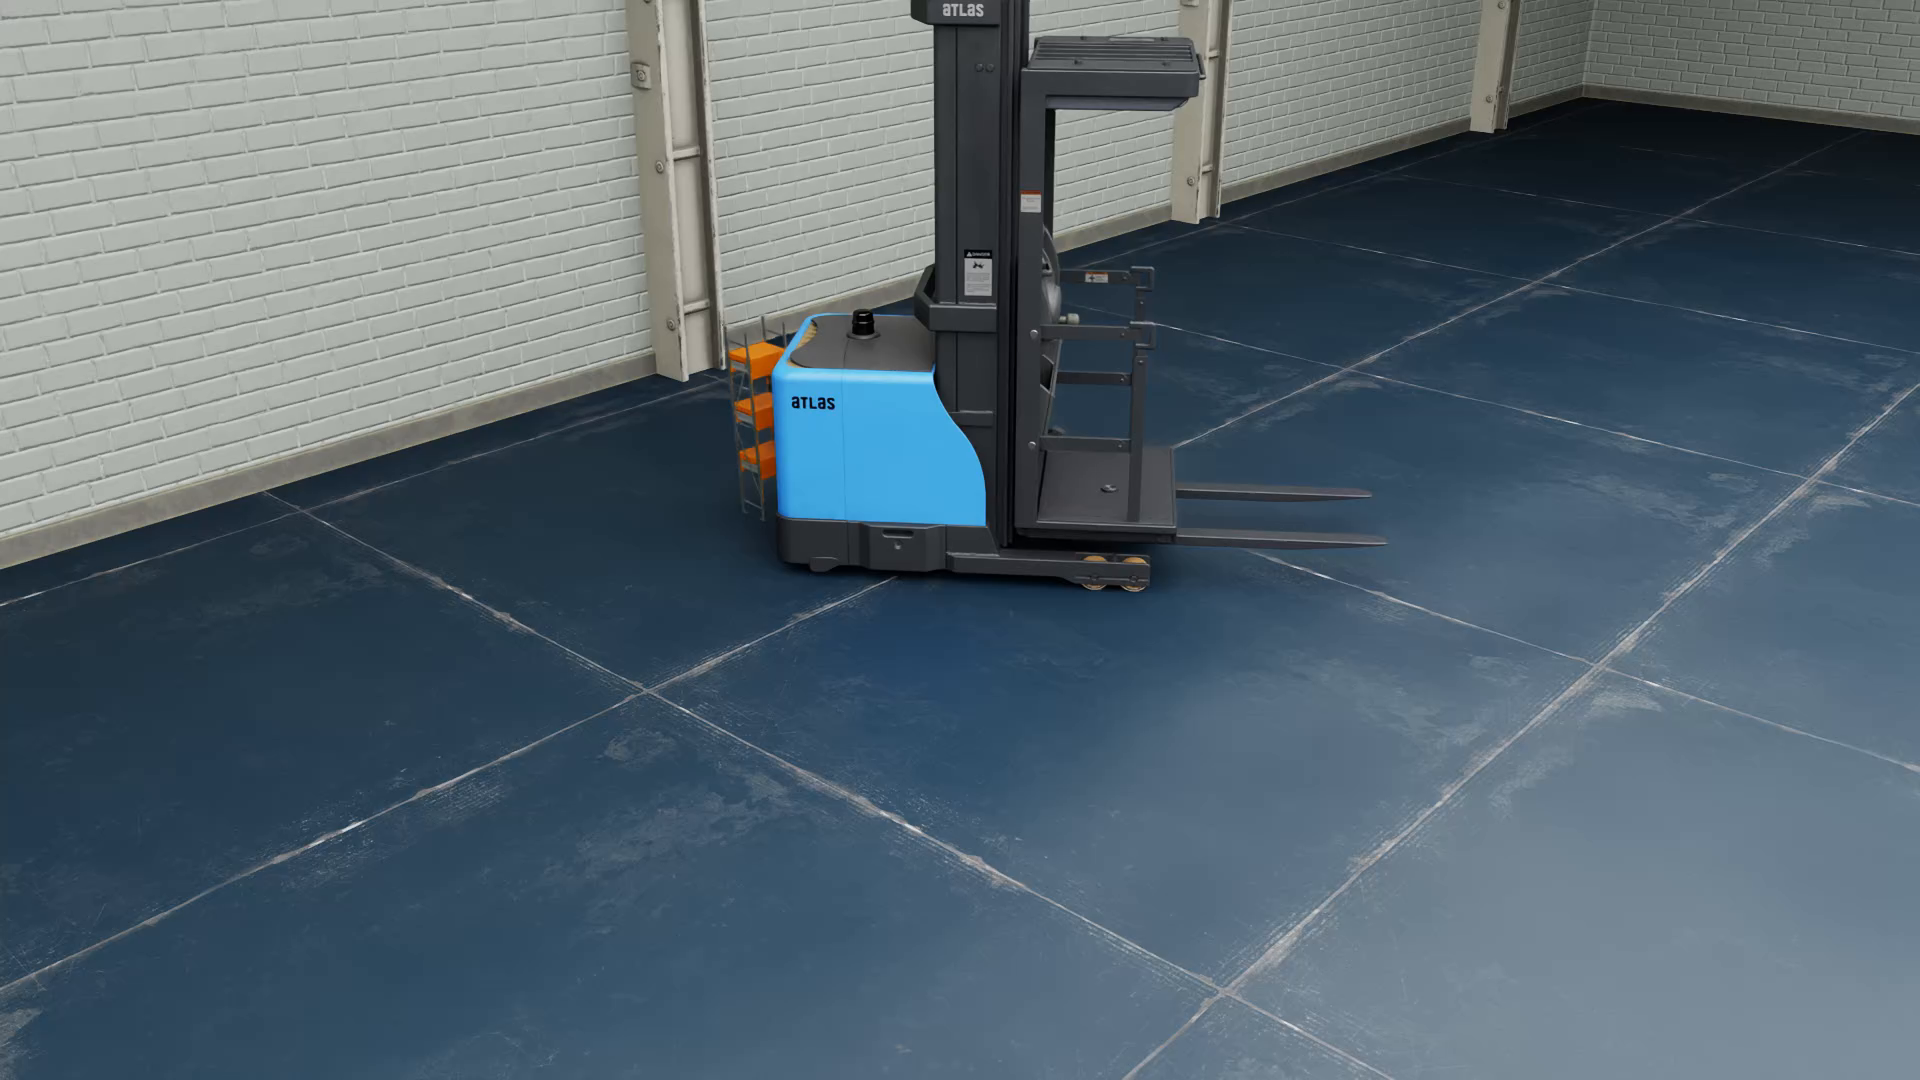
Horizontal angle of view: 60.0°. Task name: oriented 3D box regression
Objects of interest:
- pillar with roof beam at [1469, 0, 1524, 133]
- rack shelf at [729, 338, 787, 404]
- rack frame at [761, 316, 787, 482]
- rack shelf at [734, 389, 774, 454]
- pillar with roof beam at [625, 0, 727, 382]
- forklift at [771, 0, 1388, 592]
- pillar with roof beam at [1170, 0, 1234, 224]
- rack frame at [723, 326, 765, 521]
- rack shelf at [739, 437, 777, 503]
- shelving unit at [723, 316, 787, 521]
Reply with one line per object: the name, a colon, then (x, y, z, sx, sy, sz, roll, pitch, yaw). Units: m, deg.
pillar with roof beam: (9.381, -7.745, 15.025, 9.100, 9.000, 0.400, 20, 31, 38)
rack shelf: (-1.063, -0.894, 8.776, 0.240, 0.259, 0.215, -23, 31, -38)
rack frame: (-0.963, -0.682, 8.962, 0.008, 1.050, 0.200, -23, 31, -38)
rack shelf: (-1.051, -0.635, 8.892, 0.240, 0.259, 0.215, -23, 31, -38)
pillar with roof beam: (1.372, -4.089, 6.871, 9.100, 9.000, 0.400, 20, 31, 38)
forklift: (0.626, -1.312, 8.094, 3.031, 2.935, 1.130, 2, 24, 5)
pillar with roof beam: (5.377, -5.917, 10.948, 9.100, 9.000, 0.400, 20, 31, 38)
rack frame: (-1.141, -0.607, 8.813, 0.008, 1.050, 0.200, -23, 31, -38)
rack shelf: (-1.040, -0.381, 9.005, 0.240, 0.259, 0.215, -23, 31, -38)
shelving unit: (-1.052, -0.645, 8.887, 0.252, 1.050, 0.215, -23, 31, -38)
